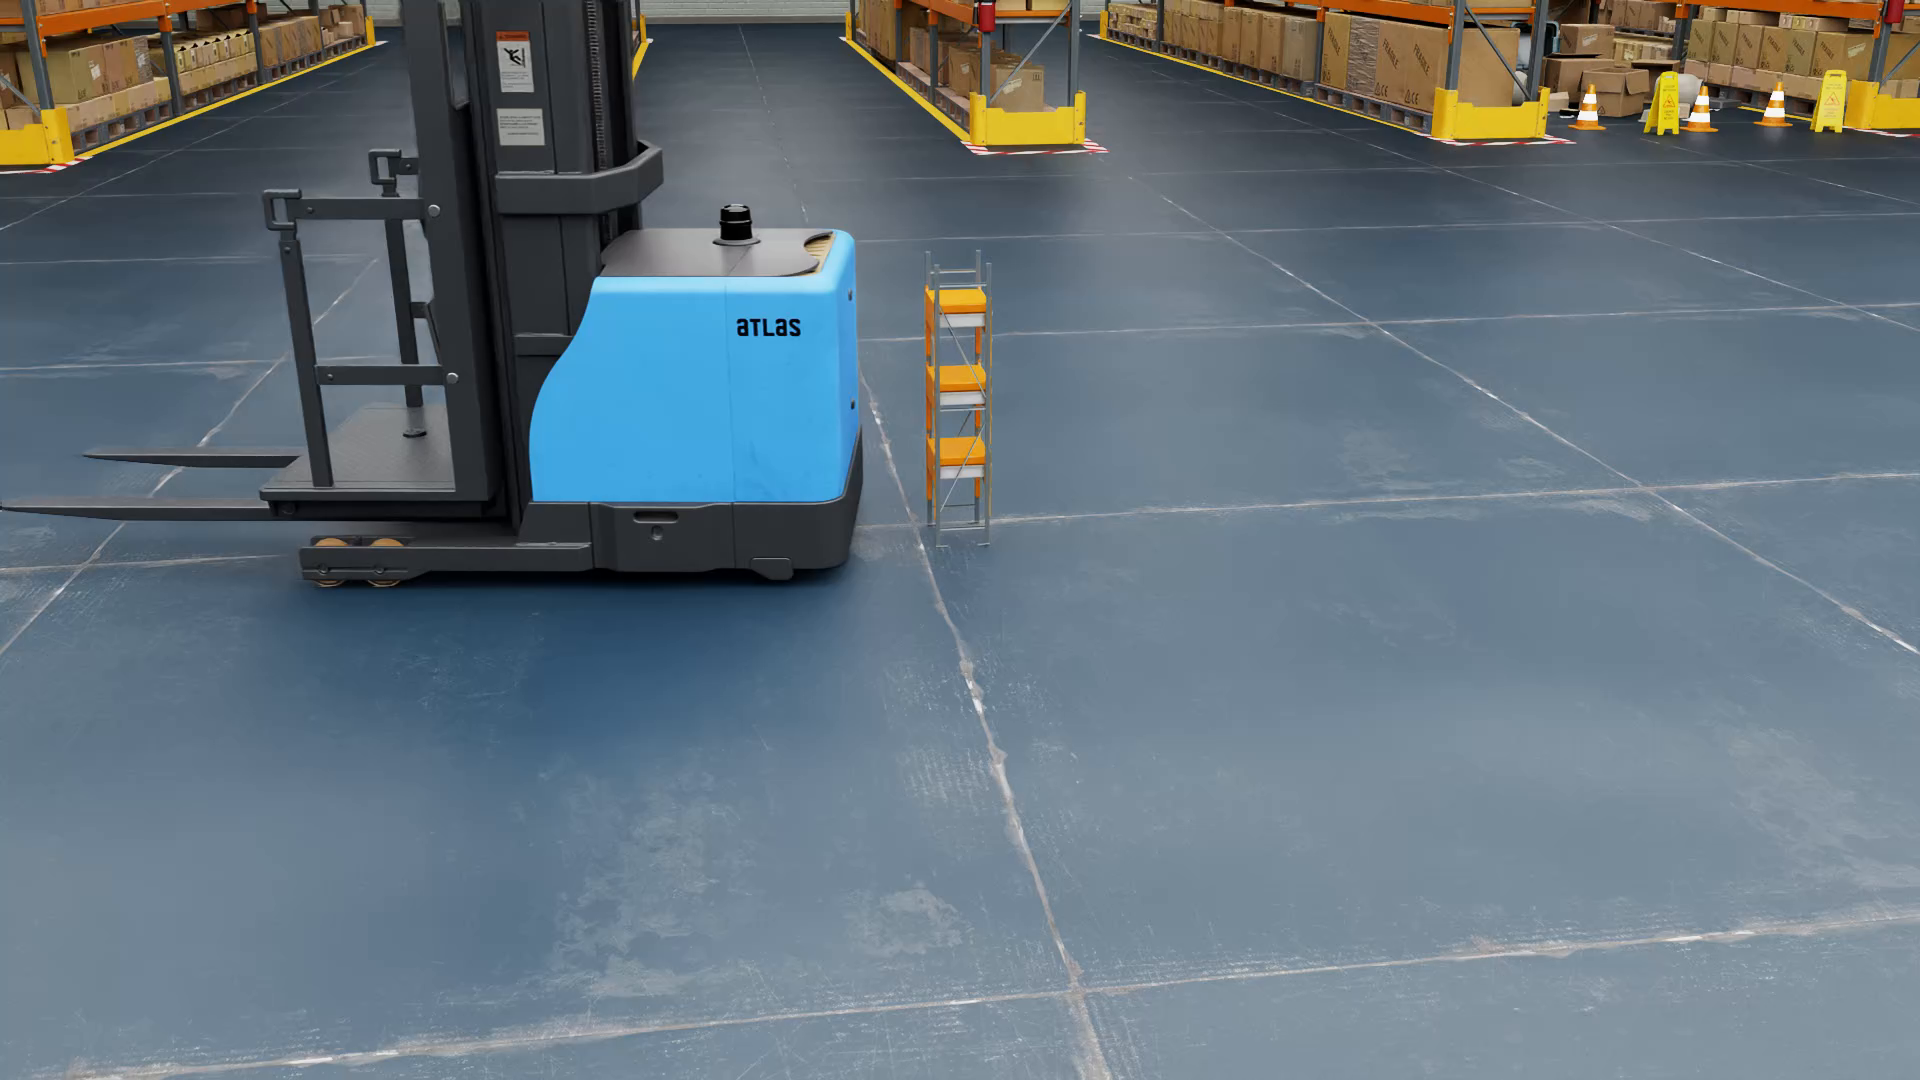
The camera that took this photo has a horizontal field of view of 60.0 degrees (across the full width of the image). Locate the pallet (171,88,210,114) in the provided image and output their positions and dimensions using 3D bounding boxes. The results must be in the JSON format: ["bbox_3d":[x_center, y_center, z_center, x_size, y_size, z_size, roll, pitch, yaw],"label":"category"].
[{"bbox_3d":[-9.818,-5.341,20.214,1.003,0.211,1.213,-3,21,-8],"label":"pallet"}]

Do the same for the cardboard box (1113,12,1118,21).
[{"bbox_3d":[3.128,-9.971,31.674,0.380,0.149,0.250,-3,21,-8],"label":"cardboard box"}]

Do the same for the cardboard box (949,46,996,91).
[{"bbox_3d":[0.148,-5.777,20.370,0.500,0.500,0.500,-4,21,-9],"label":"cardboard box"}]

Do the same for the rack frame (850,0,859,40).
[{"bbox_3d":[-1.599,-11.047,31.507,1.000,3.000,0.127,-3,21,-8],"label":"rack frame"}]

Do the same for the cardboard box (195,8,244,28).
[{"bbox_3d":[-10.629,-7.496,23.872,0.500,0.250,0.500,-2,21,-6],"label":"cardboard box"}]

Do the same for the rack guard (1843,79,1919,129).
[{"bbox_3d":[10.503,-4.862,18.520,1.175,0.500,0.348,-3,21,-8],"label":"rack guard"}]

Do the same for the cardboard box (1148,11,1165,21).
[{"bbox_3d":[3.515,-9.214,29.222,0.380,0.149,0.250,-3,21,-7],"label":"cardboard box"}]

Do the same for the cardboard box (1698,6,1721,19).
[{"bbox_3d":[13.542,-9.260,29.696,0.500,0.500,0.500,-2,21,-5],"label":"cardboard box"}]

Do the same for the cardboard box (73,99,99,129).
[{"bbox_3d":[-9.029,-4.287,16.738,0.500,0.250,0.500,-3,21,-8],"label":"cardboard box"}]

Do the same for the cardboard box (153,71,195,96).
[{"bbox_3d":[-9.486,-5.455,19.863,0.500,0.250,0.500,-3,21,-9],"label":"cardboard box"}]

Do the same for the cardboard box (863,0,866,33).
[{"bbox_3d":[-1.297,-9.716,30.379,0.875,0.875,0.875,-3,21,-8],"label":"cardboard box"}]

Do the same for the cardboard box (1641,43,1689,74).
[{"bbox_3d":[9.859,-6.539,22.593,0.950,0.372,0.625,-3,21,-7],"label":"cardboard box"}]

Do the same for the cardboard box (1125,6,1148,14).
[{"bbox_3d":[3.279,-9.842,30.905,0.380,0.149,0.250,-2,21,-6],"label":"cardboard box"}]

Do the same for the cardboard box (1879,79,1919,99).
[{"bbox_3d":[10.671,-5.209,19.205,0.500,0.250,0.500,-3,21,-8],"label":"cardboard box"}]

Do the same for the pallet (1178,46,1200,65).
[{"bbox_3d":[4.193,-7.878,27.008,1.003,0.211,1.213,-3,21,-8],"label":"pallet"}]

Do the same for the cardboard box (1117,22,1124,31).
[{"bbox_3d":[3.172,-9.660,31.266,0.380,0.149,0.250,-3,21,-7],"label":"cardboard box"}]

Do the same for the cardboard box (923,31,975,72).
[{"bbox_3d":[-0.149,-6.694,22.795,0.700,0.500,0.500,-1,21,-3],"label":"cardboard box"}]

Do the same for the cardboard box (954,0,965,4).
[{"bbox_3d":[0.141,-5.992,18.331,0.380,0.149,0.250,-3,21,-8],"label":"cardboard box"}]

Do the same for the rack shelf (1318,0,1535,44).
[{"bbox_3d":[5.341,-6.078,19.230,1.077,0.370,4.000,-3,21,-8],"label":"rack shelf"}]

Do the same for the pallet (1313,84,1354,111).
[{"bbox_3d":[5.085,-5.534,20.731,1.003,0.211,1.213,-3,21,-8],"label":"pallet"}]

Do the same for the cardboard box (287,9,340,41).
[{"bbox_3d":[-11.102,-8.851,28.565,0.797,0.503,0.637,-3,21,-8],"label":"cardboard box"}]

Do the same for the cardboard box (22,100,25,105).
[{"bbox_3d":[-9.550,-4.261,16.667,0.500,0.250,0.500,-3,21,-8],"label":"cardboard box"}]

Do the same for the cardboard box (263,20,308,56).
[{"bbox_3d":[-10.337,-7.697,25.482,0.500,0.500,0.500,-3,21,-7],"label":"cardboard box"}]

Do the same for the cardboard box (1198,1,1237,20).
[{"bbox_3d":[4.035,-8.267,25.965,0.500,0.250,0.500,-3,21,-7],"label":"cardboard box"}]

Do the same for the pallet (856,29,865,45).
[{"bbox_3d":[-1.407,-9.468,31.264,1.003,0.211,1.213,-3,21,-8],"label":"pallet"}]

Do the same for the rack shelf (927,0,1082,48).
[{"bbox_3d":[0.419,-5.863,18.654,1.077,0.370,4.000,-3,21,-8],"label":"rack shelf"}]

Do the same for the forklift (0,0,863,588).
[{"bbox_3d":[-1.905,-1.393,5.757,3.031,2.935,1.130,0,20,1],"label":"forklift"}]

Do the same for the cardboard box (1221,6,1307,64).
[{"bbox_3d":[4.475,-7.420,24.410,1.050,0.750,0.750,-3,21,-8],"label":"cardboard box"}]

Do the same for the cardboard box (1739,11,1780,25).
[{"bbox_3d":[9.831,-6.421,20.451,0.380,0.149,0.250,-2,21,-5],"label":"cardboard box"}]

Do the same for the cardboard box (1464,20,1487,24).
[{"bbox_3d":[9.090,-8.840,28.035,0.875,0.875,0.875,-2,21,-6],"label":"cardboard box"}]

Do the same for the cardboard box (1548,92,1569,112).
[{"bbox_3d":[7.123,-5.324,20.092,0.396,0.266,0.258,1,20,2],"label":"cardboard box"}]

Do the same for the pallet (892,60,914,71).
[{"bbox_3d":[-0.485,-7.248,25.319,1.003,0.211,1.213,-3,21,-8],"label":"pallet"}]

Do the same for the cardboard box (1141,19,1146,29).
[{"bbox_3d":[3.433,-9.156,29.492,0.380,0.149,0.250,-4,21,-10],"label":"cardboard box"}]

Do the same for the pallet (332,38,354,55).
[{"bbox_3d":[-11.103,-8.518,28.722,1.003,0.211,1.213,-3,21,-8],"label":"pallet"}]

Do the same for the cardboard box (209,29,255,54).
[{"bbox_3d":[-9.930,-6.781,22.613,0.500,0.311,0.500,-2,21,-6],"label":"cardboard box"}]

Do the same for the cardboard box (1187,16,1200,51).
[{"bbox_3d":[3.960,-8.095,26.575,0.500,0.500,0.500,-4,21,-10],"label":"cardboard box"}]

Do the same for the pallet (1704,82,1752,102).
[{"bbox_3d":[10.069,-5.855,21.591,1.003,0.211,1.213,-3,21,-8],"label":"pallet"}]

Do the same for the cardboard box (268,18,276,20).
[{"bbox_3d":[-10.910,-7.835,25.850,0.500,0.500,0.500,-3,21,-7],"label":"cardboard box"}]

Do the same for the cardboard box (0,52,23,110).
[{"bbox_3d":[-9.468,-4.440,16.073,0.500,0.500,0.500,-3,21,-8],"label":"cardboard box"}]

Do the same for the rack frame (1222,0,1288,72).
[{"bbox_3d":[4.477,-8.492,24.667,1.000,3.000,0.127,-3,21,-8],"label":"rack frame"}]

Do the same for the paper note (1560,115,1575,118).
[{"bbox_3d":[7.090,-4.945,19.415,0.144,0.017,0.142,4,21,11],"label":"paper note"}]

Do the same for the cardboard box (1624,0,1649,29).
[{"bbox_3d":[13.175,-10.122,32.001,0.500,0.500,0.500,-3,21,-7],"label":"cardboard box"}]

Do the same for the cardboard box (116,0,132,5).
[{"bbox_3d":[-9.520,-6.105,18.132,0.700,0.500,0.500,-3,21,-8],"label":"cardboard box"}]

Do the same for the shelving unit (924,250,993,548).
[{"bbox_3d":[-0.008,-0.510,6.082,0.215,1.050,0.252,-3,21,-8],"label":"shelving unit"}]

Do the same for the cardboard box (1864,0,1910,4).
[{"bbox_3d":[10.248,-6.008,18.374,0.380,0.149,0.250,-2,21,-6],"label":"cardboard box"}]

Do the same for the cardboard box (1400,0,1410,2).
[{"bbox_3d":[5.474,-6.308,18.605,0.875,0.550,0.550,-3,21,-8],"label":"cardboard box"}]

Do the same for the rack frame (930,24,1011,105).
[{"bbox_3d":[0.130,-6.892,20.382,1.000,3.000,0.127,-3,21,-8],"label":"rack frame"}]

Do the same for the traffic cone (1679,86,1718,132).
[{"bbox_3d":[8.126,-4.729,18.216,0.336,0.463,0.334,-3,21,-8],"label":"traffic cone"}]

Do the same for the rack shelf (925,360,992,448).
[{"bbox_3d":[-0.008,-0.500,6.086,0.215,0.259,0.240,-3,21,-8],"label":"rack shelf"}]
